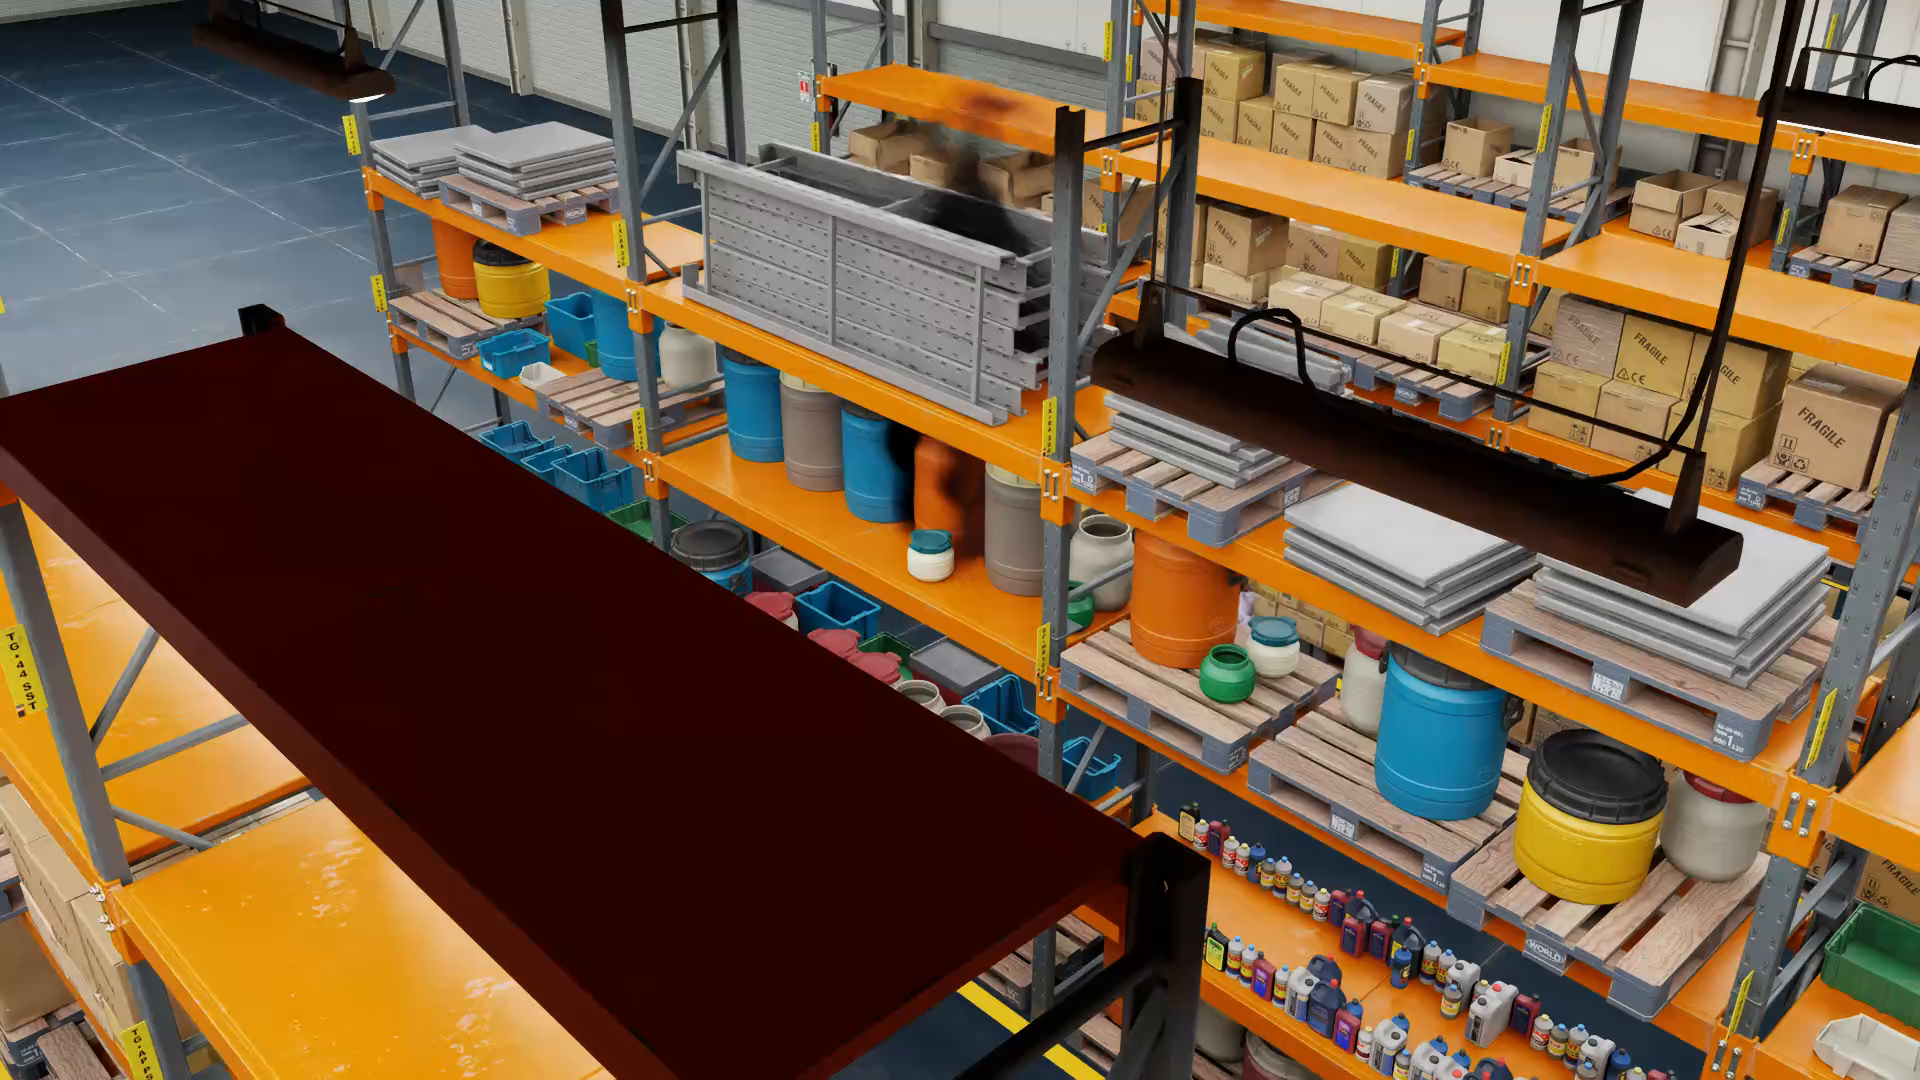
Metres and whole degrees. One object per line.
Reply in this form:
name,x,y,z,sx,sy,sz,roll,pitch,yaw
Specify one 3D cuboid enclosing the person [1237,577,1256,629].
person,2.092,0.950,12.801,0.772,1.707,0.557,18,33,30
